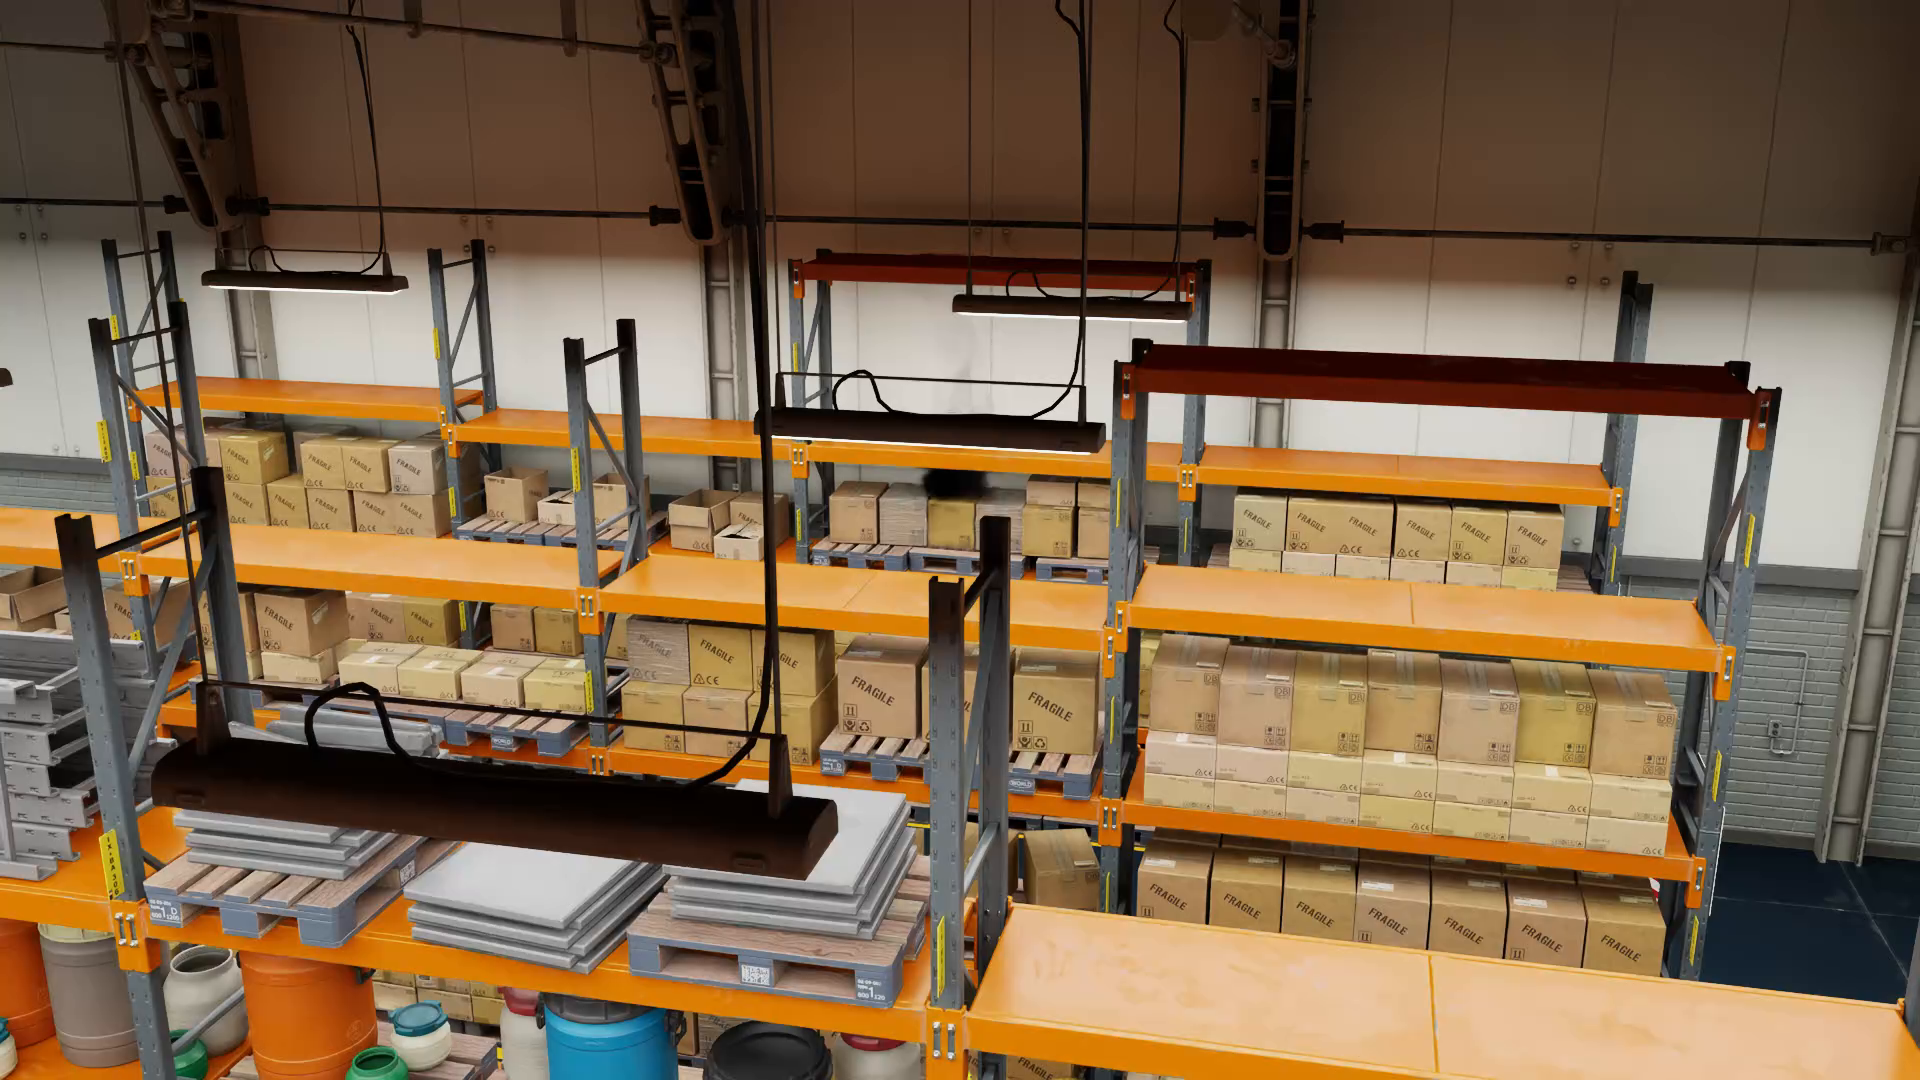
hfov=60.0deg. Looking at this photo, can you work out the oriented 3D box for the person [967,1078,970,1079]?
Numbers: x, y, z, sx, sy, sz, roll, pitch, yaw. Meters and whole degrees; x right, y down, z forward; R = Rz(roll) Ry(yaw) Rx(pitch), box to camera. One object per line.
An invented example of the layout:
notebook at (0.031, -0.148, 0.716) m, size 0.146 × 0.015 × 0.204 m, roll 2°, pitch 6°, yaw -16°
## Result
person at (0.014, 4.250, 10.772) m, size 0.937 × 1.812 × 0.731 m, roll 2°, pitch 16°, yaw 8°
